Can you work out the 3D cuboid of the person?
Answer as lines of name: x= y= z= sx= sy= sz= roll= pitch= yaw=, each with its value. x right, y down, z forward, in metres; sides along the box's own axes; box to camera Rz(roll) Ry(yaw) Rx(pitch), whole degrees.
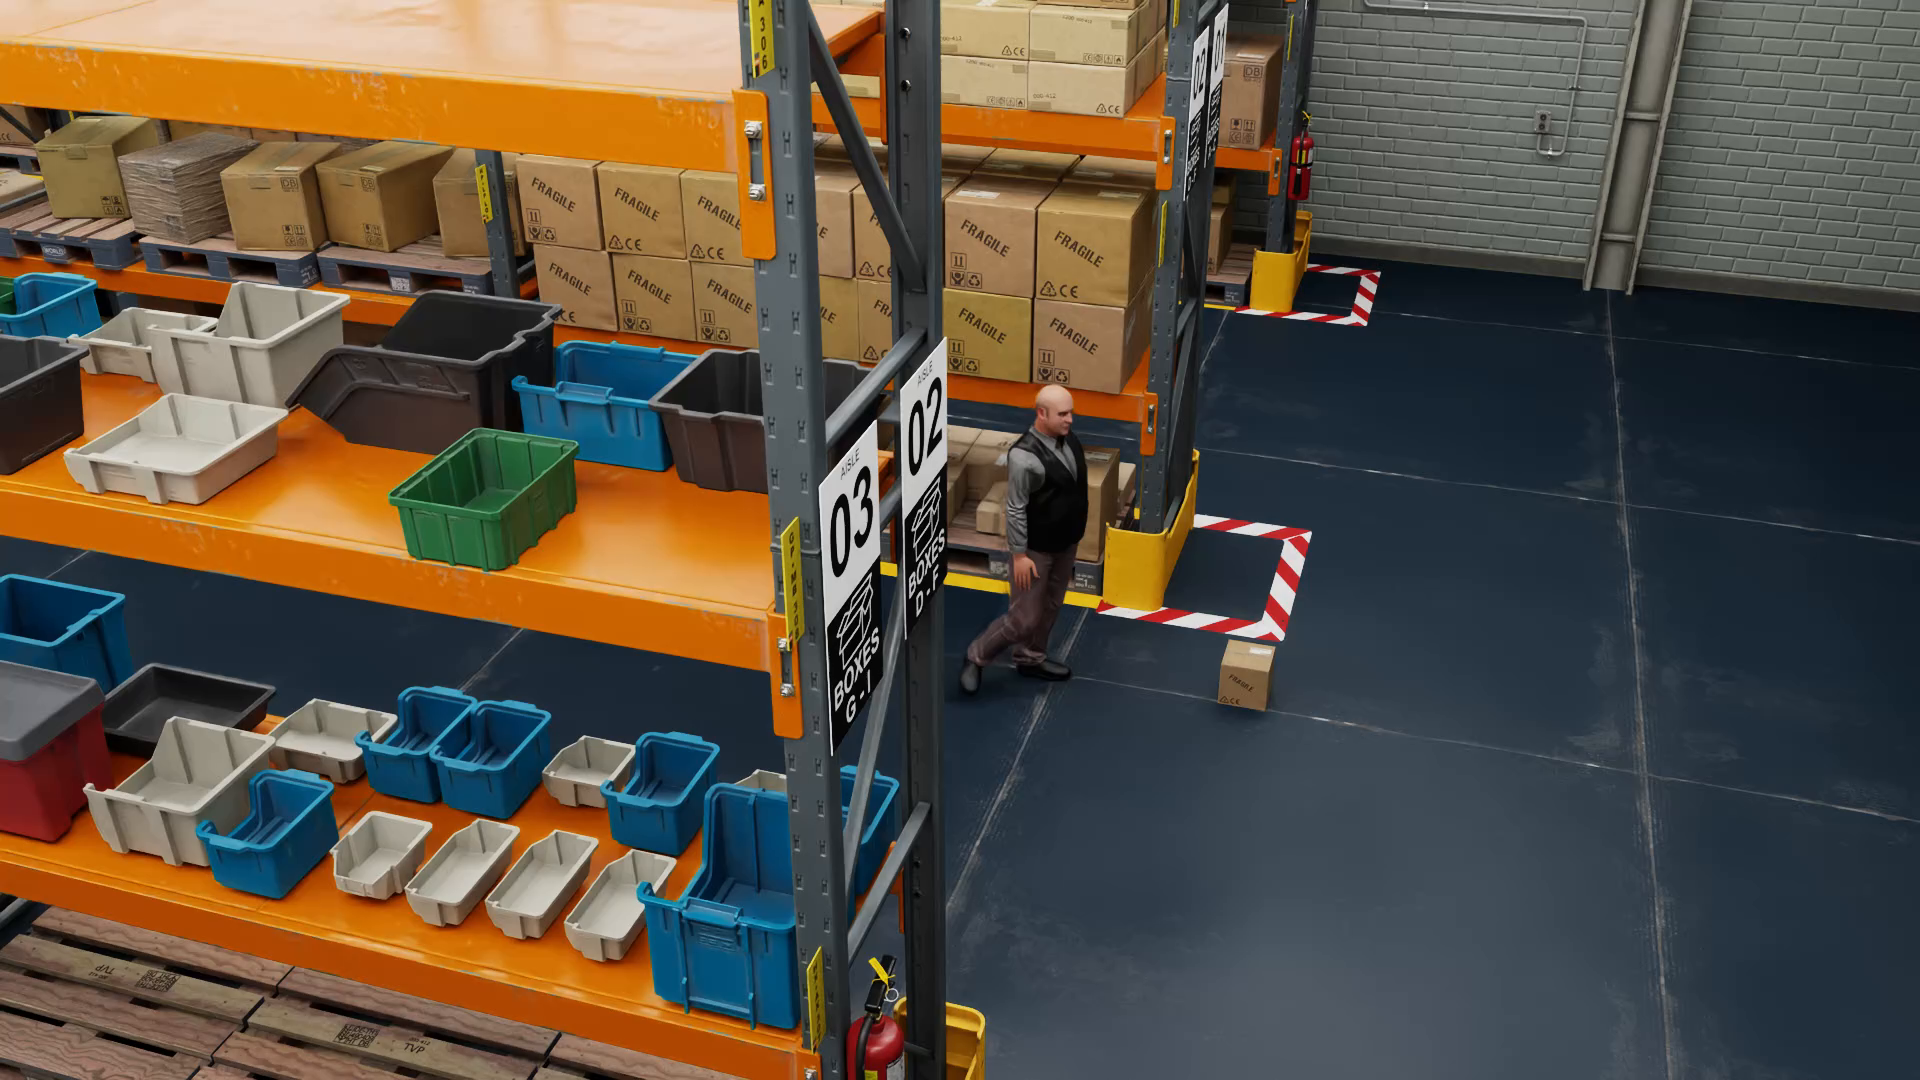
person: x=0.324 y=0.017 z=8.487 sx=0.520 sy=1.714 sz=0.709 roll=20 pitch=35 yaw=32
